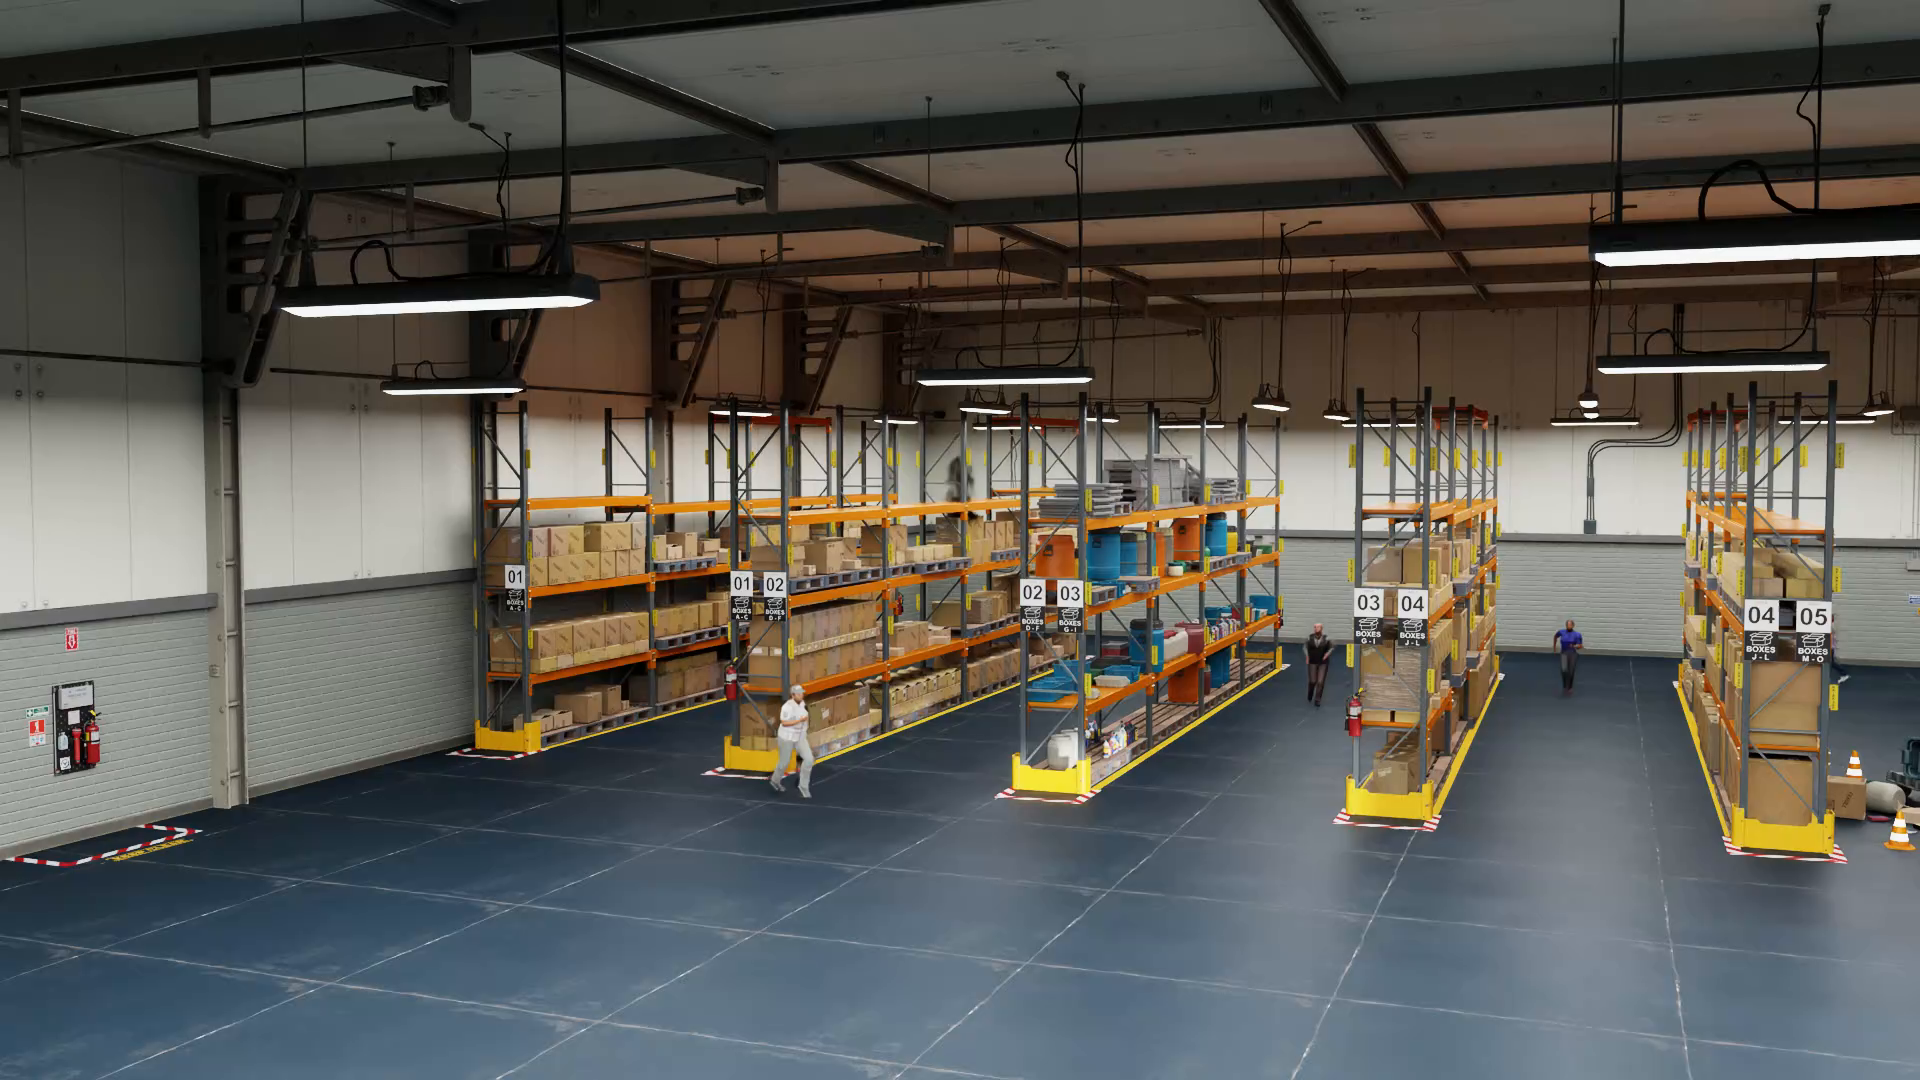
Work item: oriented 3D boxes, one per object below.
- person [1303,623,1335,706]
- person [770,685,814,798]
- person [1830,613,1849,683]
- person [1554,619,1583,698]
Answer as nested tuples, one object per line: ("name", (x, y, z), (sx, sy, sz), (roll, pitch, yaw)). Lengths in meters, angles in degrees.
("person", (7.272, 2.523, 33.724), (0.651, 1.693, 0.608), (1, 3, 15))
("person", (-2.509, 2.995, 24.665), (0.838, 1.729, 0.586), (3, 4, 44))
("person", (19.161, 2.449, 36.718), (0.872, 1.489, 0.529), (0, 3, 8))
("person", (12.780, 2.488, 34.959), (0.602, 1.642, 0.797), (1, 3, 24))
